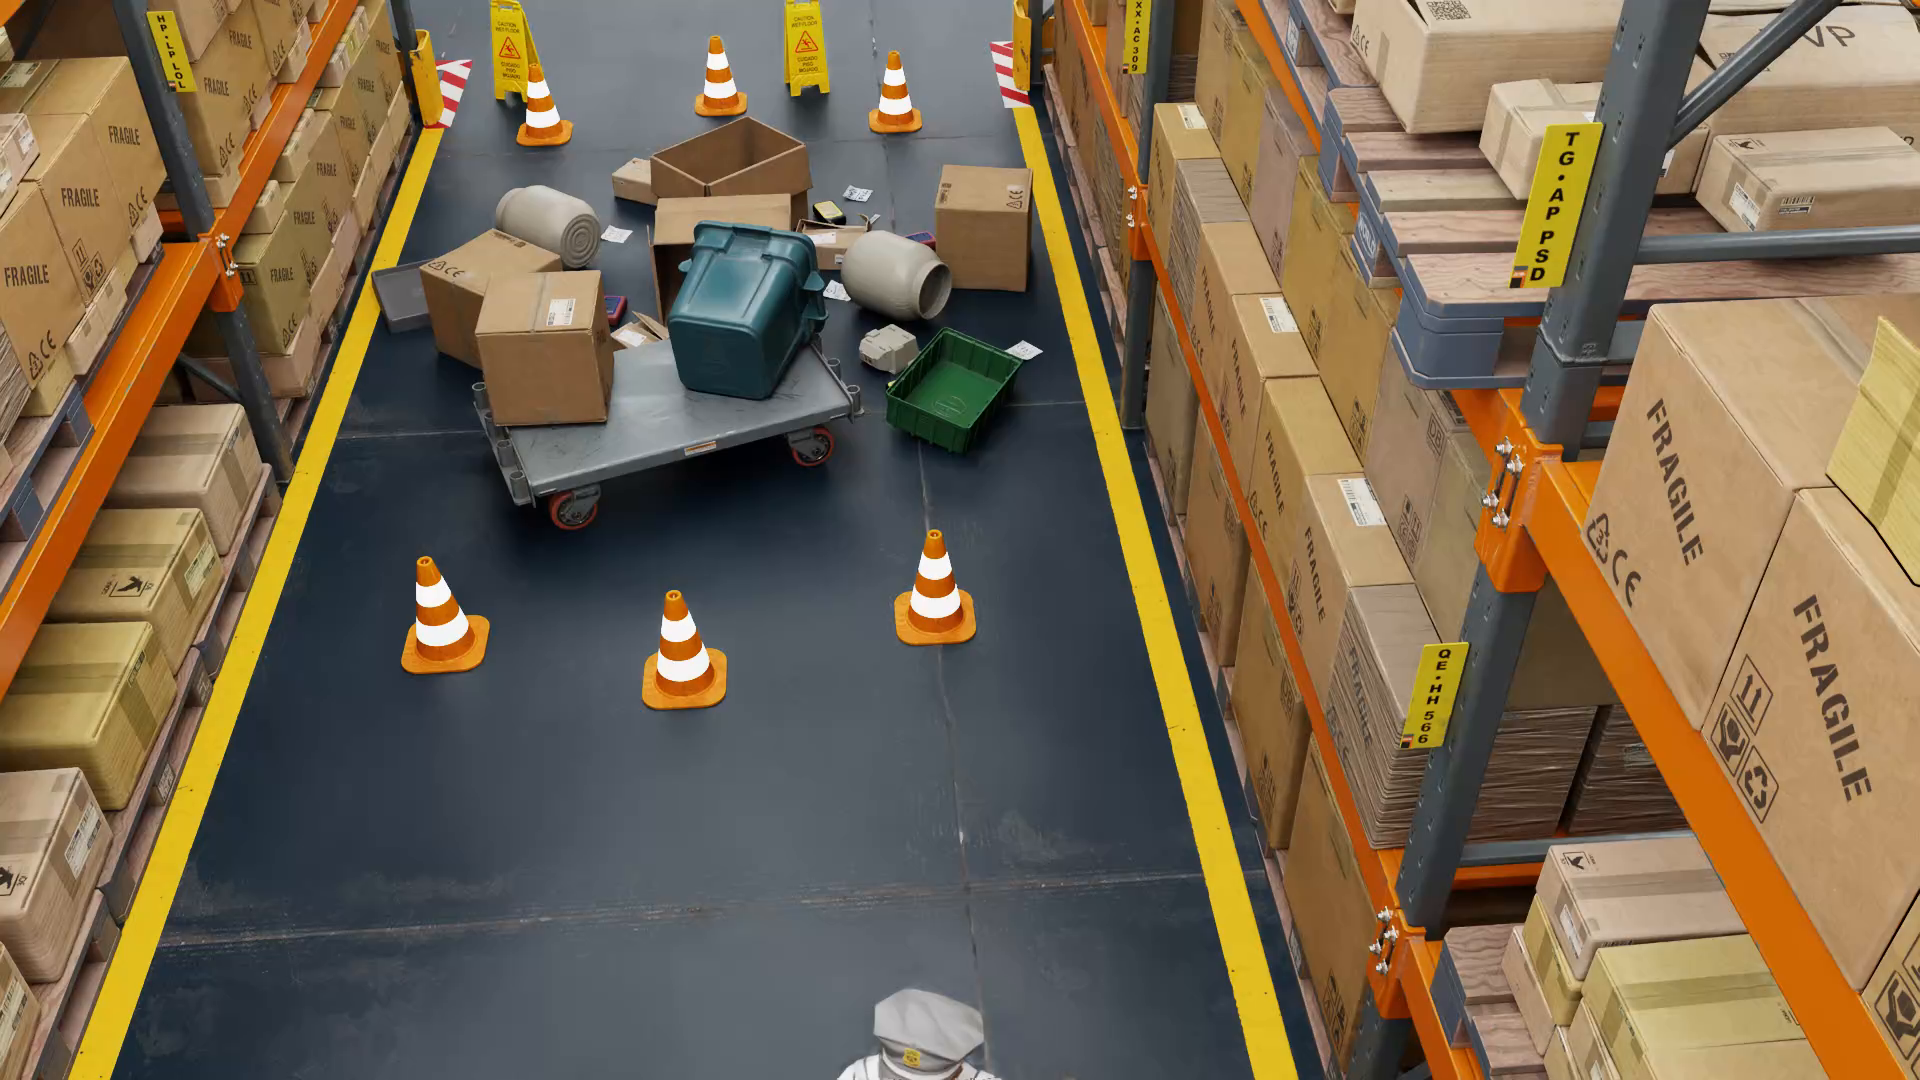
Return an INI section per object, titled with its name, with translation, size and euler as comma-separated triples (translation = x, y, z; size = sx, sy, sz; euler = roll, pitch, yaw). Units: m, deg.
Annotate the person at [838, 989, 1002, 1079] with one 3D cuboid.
[person]
translation = -0.099, 1.690, 4.046
size = 0.453, 1.698, 0.437
euler = 4, 40, 5
